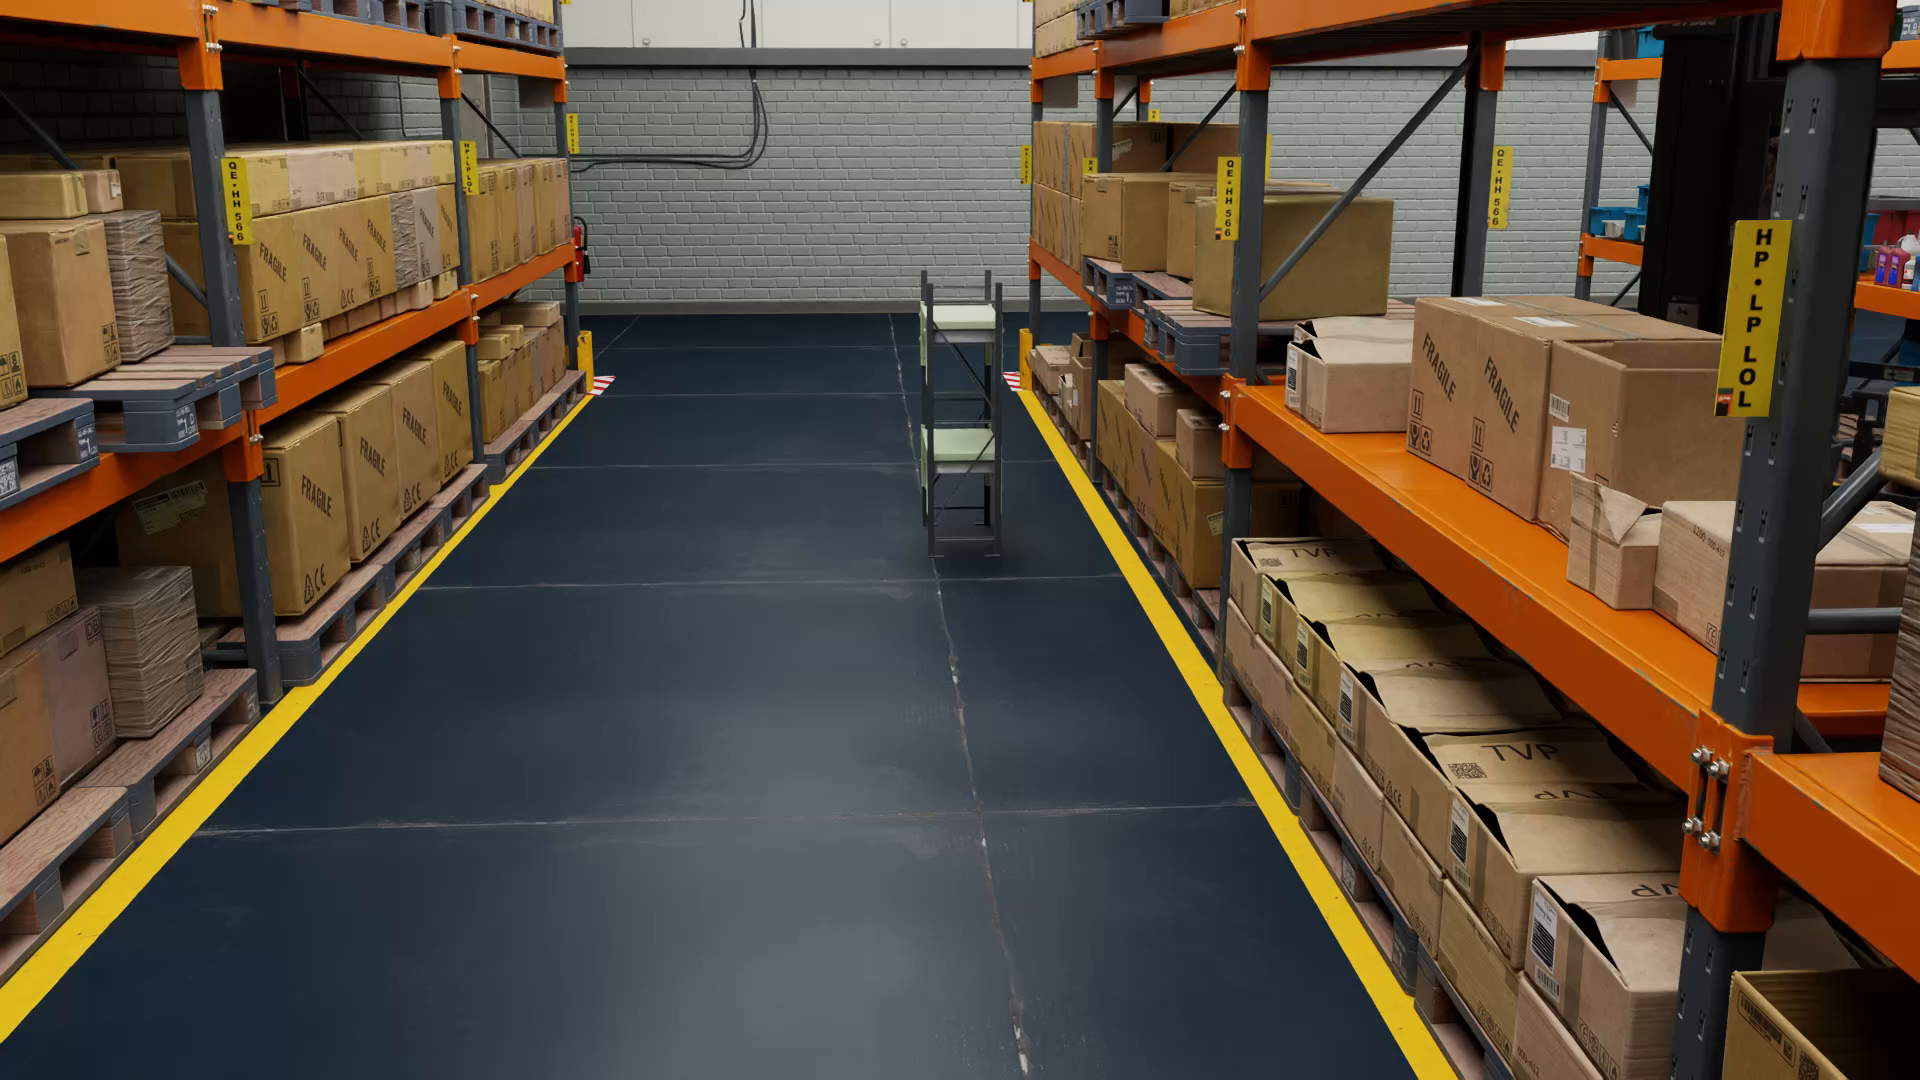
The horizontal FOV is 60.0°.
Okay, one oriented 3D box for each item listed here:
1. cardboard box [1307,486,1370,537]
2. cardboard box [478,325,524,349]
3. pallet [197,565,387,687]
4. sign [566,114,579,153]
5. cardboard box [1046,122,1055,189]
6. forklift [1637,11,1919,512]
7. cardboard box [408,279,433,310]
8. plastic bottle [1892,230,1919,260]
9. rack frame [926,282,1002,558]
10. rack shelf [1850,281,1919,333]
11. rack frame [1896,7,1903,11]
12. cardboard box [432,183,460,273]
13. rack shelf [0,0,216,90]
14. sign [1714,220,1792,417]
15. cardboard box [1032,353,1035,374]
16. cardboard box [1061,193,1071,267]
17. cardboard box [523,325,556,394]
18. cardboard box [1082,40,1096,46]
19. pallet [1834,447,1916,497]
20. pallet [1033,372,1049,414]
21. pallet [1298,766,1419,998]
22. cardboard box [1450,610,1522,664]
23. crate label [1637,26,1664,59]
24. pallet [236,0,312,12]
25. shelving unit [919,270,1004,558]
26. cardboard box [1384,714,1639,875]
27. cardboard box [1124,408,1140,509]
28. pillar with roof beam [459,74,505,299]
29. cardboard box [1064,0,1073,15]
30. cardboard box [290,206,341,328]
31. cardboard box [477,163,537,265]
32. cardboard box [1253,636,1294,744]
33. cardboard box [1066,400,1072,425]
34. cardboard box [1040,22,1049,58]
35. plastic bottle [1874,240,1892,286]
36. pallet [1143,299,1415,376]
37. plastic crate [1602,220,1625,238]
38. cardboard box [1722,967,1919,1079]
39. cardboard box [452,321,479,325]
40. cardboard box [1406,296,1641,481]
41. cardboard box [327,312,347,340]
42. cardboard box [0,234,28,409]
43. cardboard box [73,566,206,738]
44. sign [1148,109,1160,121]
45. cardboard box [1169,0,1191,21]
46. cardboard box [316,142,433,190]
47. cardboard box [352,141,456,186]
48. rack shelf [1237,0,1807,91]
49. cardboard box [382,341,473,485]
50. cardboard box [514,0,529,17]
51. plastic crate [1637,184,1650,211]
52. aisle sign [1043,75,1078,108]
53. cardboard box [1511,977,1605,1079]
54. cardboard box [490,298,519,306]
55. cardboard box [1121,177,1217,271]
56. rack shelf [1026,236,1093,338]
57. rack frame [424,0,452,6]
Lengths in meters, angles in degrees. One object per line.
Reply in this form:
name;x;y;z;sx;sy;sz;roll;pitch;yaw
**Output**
cardboard box;1.871;0.031;7.521;0.500;0.500;0.500;0;14;-1
cardboard box;-3.393;-1.479;12.126;0.380;0.149;0.250;-1;14;-5
pallet;-3.304;0.381;7.620;1.003;0.211;1.213;-1;14;-3
sign;-3.283;-3.442;14.084;0.100;0.325;0.005;-1;14;-3
cardboard box;0.949;-3.003;12.969;0.500;0.500;0.500;-1;14;-3
forklift;3.589;-0.786;6.698;1.130;2.935;3.031;-13;19;-41
cardboard box;-3.189;-1.383;9.344;0.380;0.149;0.250;-1;14;-3
plastic bottle;6.011;-1.793;10.574;0.144;0.351;0.185;-1;14;-3
rack frame;0.023;-0.634;8.979;0.400;1.500;0.023;-1;14;-3
rack shelf;6.434;-1.074;9.123;1.077;0.370;4.000;-1;14;-3
rack frame;6.310;-4.825;10.219;1.000;3.000;0.127;-1;14;-3
cardboard box;-3.298;-1.858;9.889;0.500;0.500;0.500;-1;14;-4
rack shelf;-3.206;-1.379;4.289;1.077;0.370;4.000;-1;14;-3
sign;1.321;-0.366;2.764;0.100;0.325;0.005;-1;14;-3
cardboard box;0.817;-1.508;14.171;0.380;0.166;0.250;-1;14;-3
cardboard box;1.012;-2.269;12.123;0.500;0.500;0.500;-1;14;-2
cardboard box;-3.651;-1.457;13.344;0.700;0.500;0.500;-1;14;-4
cardboard box;1.070;-3.341;10.772;0.500;0.250;0.500;-1;14;-3
pallet;6.316;-0.377;10.566;1.003;0.211;1.213;-1;14;-3
pallet;1.173;-1.271;14.043;1.003;0.211;1.213;-1;14;-3
pallet;1.698;1.009;5.180;1.003;0.211;1.213;-1;14;-3
cardboard box;1.959;0.389;5.546;0.500;0.311;0.500;-1;14;-4
crate label;5.797;-4.061;13.567;0.408;0.251;0.502;-1;14;-3
pallet;-3.423;-2.292;6.775;1.213;0.211;1.003;0;14;-1
shelving unit;0.000;-0.725;9.333;0.431;1.500;0.755;-1;14;-3
cardboard box;1.483;0.653;4.520;0.500;0.311;0.500;-1;14;-4
cardboard box;1.220;-0.466;9.449;0.500;0.500;0.500;-1;14;-3
pillar with roof beam;-0.560;-6.391;16.308;9.100;9.000;0.400;-1;14;-3
cardboard box;1.009;-3.832;11.677;0.500;0.250;0.500;-1;14;-3
cardboard box;-3.128;-1.229;7.446;0.500;0.500;0.500;0;14;-2
cardboard box;-3.690;-2.409;12.269;0.980;0.700;0.700;-2;15;-6
cardboard box;1.385;0.539;6.088;0.500;0.250;0.500;-1;14;-5
cardboard box;0.965;-0.906;11.866;0.380;0.149;0.250;-1;14;-3
cardboard box;0.914;-3.963;13.189;0.500;0.250;0.500;-1;14;-3
plastic bottle;5.907;-1.765;10.601;0.061;0.283;0.133;-1;14;-3
pallet;1.502;-0.924;7.482;1.213;0.211;1.003;-1;14;-3
plastic crate;5.686;-2.668;14.285;0.250;0.136;0.298;-1;14;-3
cardboard box;1.578;1.031;2.670;0.500;0.500;0.500;-1;14;-3
cardboard box;-3.794;-1.546;12.385;0.380;0.149;0.250;-1;14;-4
cardboard box;1.734;-0.481;5.174;0.500;0.500;0.500;-2;15;-6
cardboard box;-3.227;-1.065;8.109;0.380;0.149;0.250;-1;14;-3
cardboard box;-3.192;-0.607;4.782;0.700;0.500;0.500;-1;14;-3
cardboard box;-3.233;0.404;6.070;0.700;0.500;0.500;-1;14;-3
sign;1.673;-3.556;14.370;0.100;0.325;0.005;-1;14;-3
cardboard box;1.489;-2.714;7.836;0.910;0.500;0.500;-1;14;-3
cardboard box;-3.272;-2.092;9.296;0.500;0.250;0.500;-1;14;-2
cardboard box;-3.294;-2.220;9.791;0.500;0.250;0.500;-1;14;-2
rack shelf;1.738;-1.456;4.590;1.077;0.370;4.000;-1;14;-3
cardboard box;-3.408;-0.769;9.968;0.750;0.750;0.750;-1;14;-3
cardboard box;-3.445;-3.956;12.121;0.500;0.250;0.500;-1;14;-5
plastic crate;6.269;-2.880;14.509;0.616;0.435;0.499;-1;14;-3
aisle sign;0.821;-4.110;14.264;0.394;0.787;0.004;-1;14;-3
cardboard box;1.547;1.175;3.614;0.500;0.250;0.500;-1;14;-4
cardboard box;-3.890;-1.924;13.855;0.380;0.149;0.250;-1;14;-3
cardboard box;1.278;-1.804;9.476;0.700;0.500;0.500;1;14;5
rack shelf;1.242;-1.993;12.696;1.077;0.370;4.000;-1;14;-3
rack frame;-3.578;-4.672;9.625;1.000;3.000;0.127;-1;14;-3
